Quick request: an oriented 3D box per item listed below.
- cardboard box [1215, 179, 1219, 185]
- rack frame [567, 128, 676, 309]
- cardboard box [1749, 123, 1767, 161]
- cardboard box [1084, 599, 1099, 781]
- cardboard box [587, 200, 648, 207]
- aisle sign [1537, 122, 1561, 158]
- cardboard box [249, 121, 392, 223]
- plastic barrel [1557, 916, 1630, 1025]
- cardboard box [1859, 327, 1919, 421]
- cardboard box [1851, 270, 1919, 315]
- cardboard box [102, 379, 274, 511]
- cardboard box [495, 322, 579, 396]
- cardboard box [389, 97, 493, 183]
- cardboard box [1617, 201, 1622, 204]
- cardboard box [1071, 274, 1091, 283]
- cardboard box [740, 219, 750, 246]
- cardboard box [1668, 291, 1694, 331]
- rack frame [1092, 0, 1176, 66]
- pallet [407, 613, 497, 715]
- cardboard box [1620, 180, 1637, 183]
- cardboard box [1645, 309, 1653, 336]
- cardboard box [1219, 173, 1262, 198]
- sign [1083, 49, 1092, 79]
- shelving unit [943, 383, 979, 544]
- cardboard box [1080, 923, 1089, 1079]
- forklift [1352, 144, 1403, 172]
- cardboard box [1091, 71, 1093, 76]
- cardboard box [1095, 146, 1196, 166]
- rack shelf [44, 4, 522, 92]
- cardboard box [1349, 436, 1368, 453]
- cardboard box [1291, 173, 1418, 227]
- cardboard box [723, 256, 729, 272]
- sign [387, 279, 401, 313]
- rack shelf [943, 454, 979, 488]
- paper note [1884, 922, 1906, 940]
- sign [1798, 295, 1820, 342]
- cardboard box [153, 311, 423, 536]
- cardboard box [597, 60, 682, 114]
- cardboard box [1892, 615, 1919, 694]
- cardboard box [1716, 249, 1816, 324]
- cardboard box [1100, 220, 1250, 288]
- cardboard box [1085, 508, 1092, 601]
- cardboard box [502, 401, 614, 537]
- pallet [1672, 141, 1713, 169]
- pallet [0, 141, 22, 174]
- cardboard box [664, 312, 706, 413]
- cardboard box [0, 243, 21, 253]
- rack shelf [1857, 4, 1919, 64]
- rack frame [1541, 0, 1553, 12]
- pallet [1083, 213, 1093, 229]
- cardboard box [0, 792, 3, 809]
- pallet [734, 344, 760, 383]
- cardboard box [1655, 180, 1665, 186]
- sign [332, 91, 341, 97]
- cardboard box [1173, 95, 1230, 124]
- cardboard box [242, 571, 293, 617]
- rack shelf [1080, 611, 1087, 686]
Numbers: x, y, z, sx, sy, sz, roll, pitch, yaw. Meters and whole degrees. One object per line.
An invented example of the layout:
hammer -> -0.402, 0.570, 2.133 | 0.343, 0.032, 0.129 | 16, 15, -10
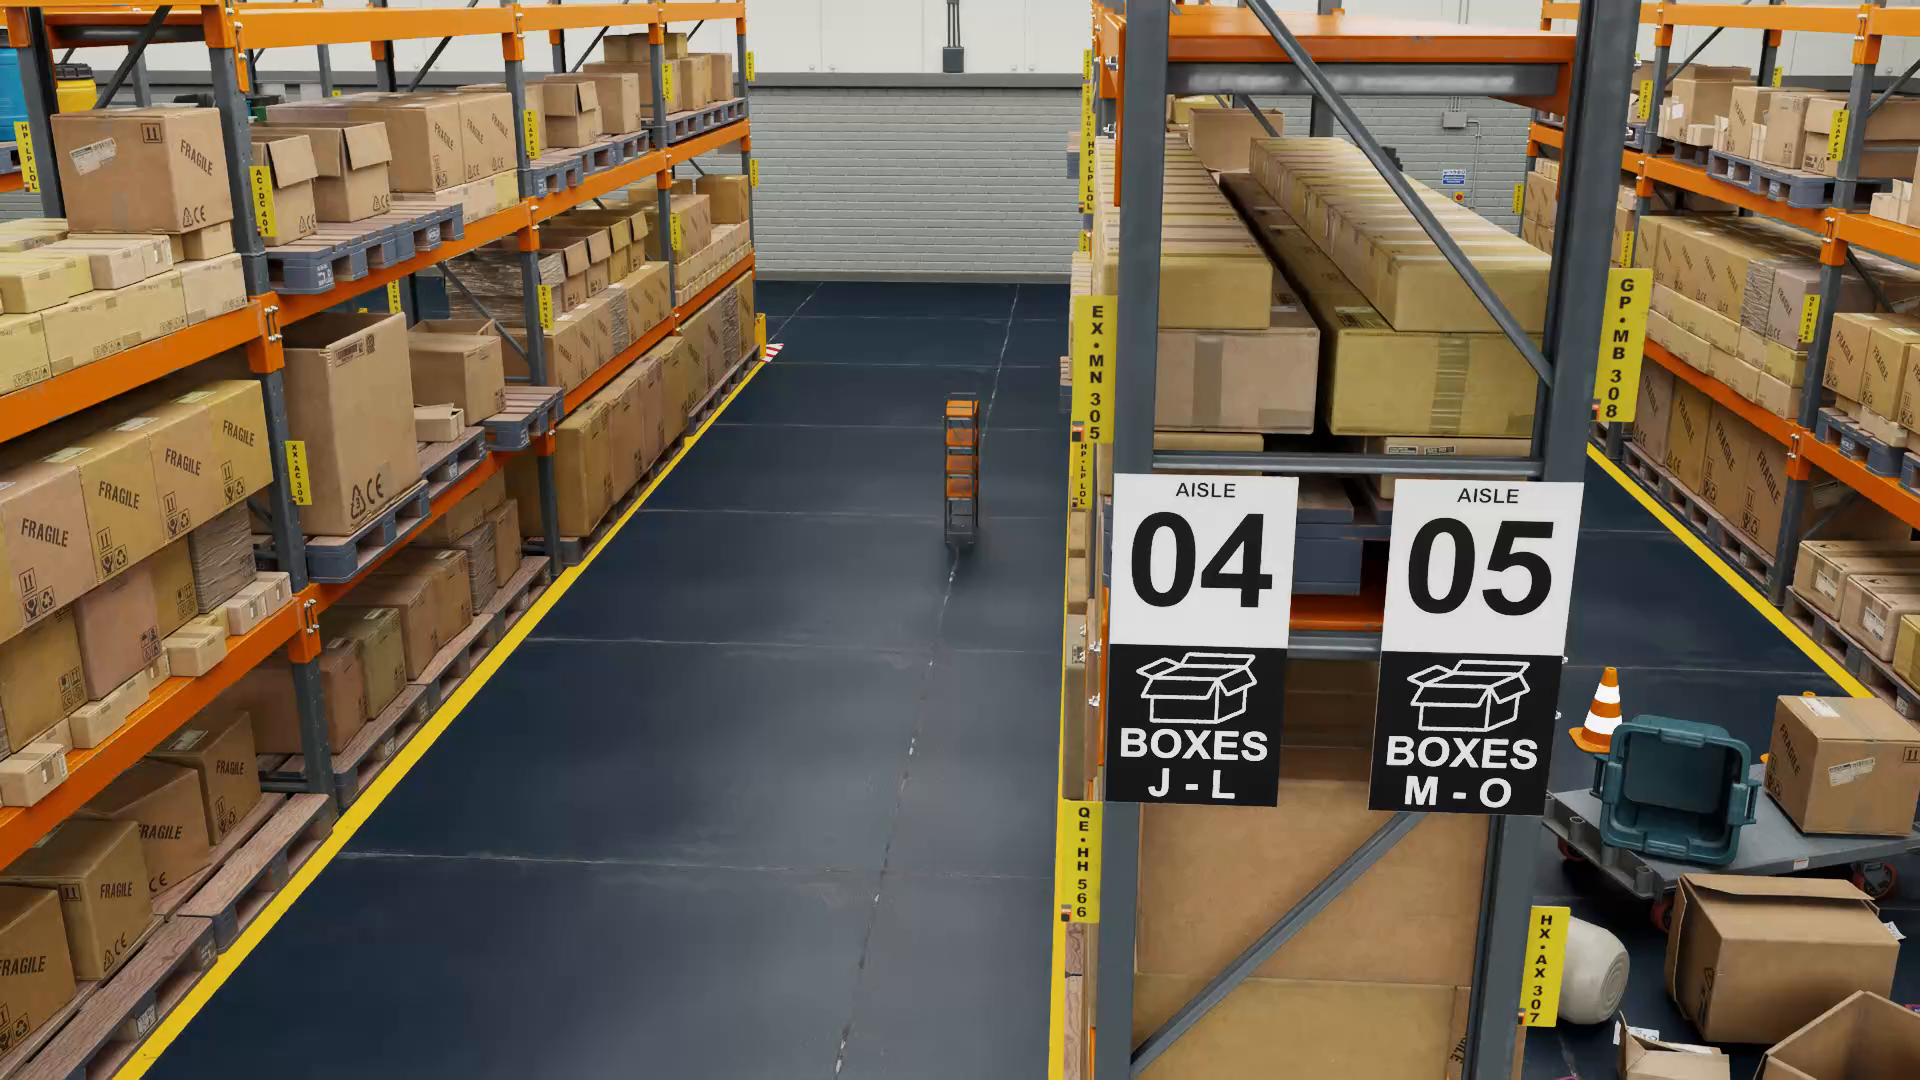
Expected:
cardboard box -> 1.014, -1.611, 8.112 | 0.500, 0.250, 0.500 | 1, 18, 5
rack frame -> -3.244, -2.414, 15.972 | 1.000, 3.000, 0.127 | 1, 18, 4
cardboard box -> 6.104, -2.947, 12.324 | 0.396, 0.266, 0.258 | 1, 18, 3
cardboard box -> 0.935, 0.593, 6.555 | 0.875, 0.550, 0.550 | 1, 18, 4
cardboard box -> -3.437, -3.145, 16.761 | 0.500, 0.500, 0.500 | 1, 18, 4
aisle sign -> 6.644, -4.699, 18.772 | 0.394, 0.787, 0.004 | 1, 18, 4
cardboard box -> -3.618, -2.040, 9.173 | 0.797, 0.503, 0.637 | 2, 18, 6
plastic barrel -> 2.572, 1.824, 7.177 | 0.512, 0.421, 0.421 | 17, 25, 41
cardboard box -> 6.061, -1.042, 10.473 | 0.500, 0.500, 0.500 | 2, 18, 7
cardboard box -> 6.633, -1.621, 11.785 | 0.500, 0.500, 0.500 | 1, 18, 2
cardboard box -> -3.575, -0.447, 7.727 | 0.500, 0.500, 0.500 | 1, 18, 4
cardboard box -> -3.224, -1.364, 12.608 | 0.500, 0.500, 0.500 | 2, 18, 6
cardboard box -> -3.341, -2.569, 10.665 | 0.500, 0.500, 0.500 | 1, 18, 4
cardboard box -> 6.444, -3.025, 16.072 | 0.500, 0.500, 0.500 | 1, 18, 3
cardboard box -> 1.118, -2.121, 13.852 | 0.380, 0.149, 0.250 | 2, 18, 6
cardboard box -> -2.727, -3.570, 19.263 | 0.500, 0.250, 0.500 | 1, 18, 3
cardboard box -> 6.256, -1.910, 13.872 | 0.500, 0.250, 0.500 | 2, 18, 5
rack frame -> 1.983, -6.365, 18.396 | 1.000, 3.000, 0.127 | 1, 18, 4
pallet -> -3.678, 0.774, 10.721 | 1.003, 0.211, 1.213 | 1, 18, 4
cardboard box -> 6.483, -3.441, 16.298 | 0.380, 0.149, 0.250 | 1, 18, 3
cardboard box -> 6.346, -1.991, 14.922 | 0.500, 0.250, 0.500 | 1, 18, 3
cardboard box -> 1.344, -1.371, 6.901 | 0.500, 0.250, 0.500 | 1, 18, 3
sign -> 1.442, -5.367, 18.764 | 0.100, 0.325, 0.005 | 1, 18, 4
shelving unit -> 0.012, -0.622, 13.393 | 0.258, 1.200, 0.503 | 1, 18, 4
cardboard box -> 0.880, 1.780, 5.911 | 0.875, 0.875, 0.875 | 1, 18, 3
forklift -> 3.356, -1.881, 14.457 | 1.130, 2.935, 3.031 | 1, 18, 3
cardboard box -> 1.511, -4.638, 16.739 | 0.380, 0.149, 0.250 | 1, 18, 3
cardboard box -> 0.722, -1.456, 6.519 | 0.380, 0.149, 0.250 | 1, 18, 3
rack shelf -> -3.674, -2.869, 9.525 | 1.077, 0.370, 4.000 | 1, 18, 4
cardboard box -> 1.198, -0.276, 4.200 | 0.380, 0.149, 0.250 | 1, 18, 4
cardboard box -> 1.306, -1.127, 5.515 | 0.380, 0.149, 0.250 | 2, 18, 5
cardboard box -> -2.744, -3.021, 18.229 | 0.380, 0.149, 0.250 | 1, 18, 4
sign -> -4.084, -1.733, 12.035 | 0.100, 0.325, 0.005 | 1, 18, 4
rack shelf -> 0.012, -0.558, 13.414 | 0.258, 0.148, 0.480 | 1, 18, 4
paper note -> 4.328, 1.829, 7.791 | 0.148, 0.019, 0.142 | 1, 18, 4
sign -> 5.800, -1.512, 11.360 | 0.100, 0.325, 0.005 | 1, 18, 4
cardboard box -> -3.621, -0.657, 8.974 | 1.000, 1.000, 1.000 | 1, 18, 4
cardboard box -> -3.204, -4.545, 16.664 | 0.700, 0.500, 0.500 | 2, 18, 7
cardboard box -> 6.199, 0.739, 9.896 | 0.950, 0.372, 0.625 | 2, 18, 6
cardboard box -> 6.201, -1.953, 12.800 | 0.500, 0.500, 0.500 | 1, 18, 4
cardboard box -> 0.559, -0.746, 4.353 | 0.380, 0.149, 0.250 | 2, 18, 5
cardboard box -> 0.894, -0.003, 8.453 | 0.500, 0.500, 0.500 | 1, 18, 4
cardboard box -> -3.460, -0.575, 13.099 | 1.225, 0.875, 0.875 | 0, 18, 1
pallet -> 6.624, -3.241, 13.988 | 0.805, 0.209, 1.217 | 1, 18, 2
pallet -> -8.221, -3.262, 14.047 | 1.003, 0.211, 1.213 | 1, 18, 4
cardboard box -> -3.117, -1.807, 16.858 | 0.875, 0.875, 0.875 | 1, 18, 4
cardboard box -> -4.114, -1.133, 6.848 | 0.380, 0.149, 0.250 | 2, 18, 6
rack shelf -> 6.211, -2.648, 8.850 | 1.077, 0.370, 4.000 | 1, 18, 4
rack frame -> 6.928, -6.286, 18.154 | 1.000, 3.000, 0.127 | 1, 18, 4
pallet -> 1.416, -2.164, 10.696 | 1.213, 0.211, 1.003 | 2, 18, 6
cardboard box -> -3.763, 0.961, 6.077 | 0.380, 0.149, 0.250 | 1, 18, 4
pallet -> -2.936, -2.081, 19.435 | 1.003, 0.211, 1.213 | 1, 18, 4
cardboard box -> 7.028, -3.434, 16.277 | 0.380, 0.149, 0.250 | 1, 18, 2
sign -> -7.347, -5.135, 19.628 | 0.100, 0.325, 0.005 | 1, 18, 4
cardboard box -> 1.751, -3.146, 11.999 | 0.396, 0.266, 0.258 | 1, 18, 4
cardboard box -> -3.539, 0.264, 8.205 | 0.380, 0.149, 0.250 | 1, 18, 4
rack shelf -> 1.266, -0.066, 9.964 | 1.077, 0.370, 4.000 | 1, 18, 4
